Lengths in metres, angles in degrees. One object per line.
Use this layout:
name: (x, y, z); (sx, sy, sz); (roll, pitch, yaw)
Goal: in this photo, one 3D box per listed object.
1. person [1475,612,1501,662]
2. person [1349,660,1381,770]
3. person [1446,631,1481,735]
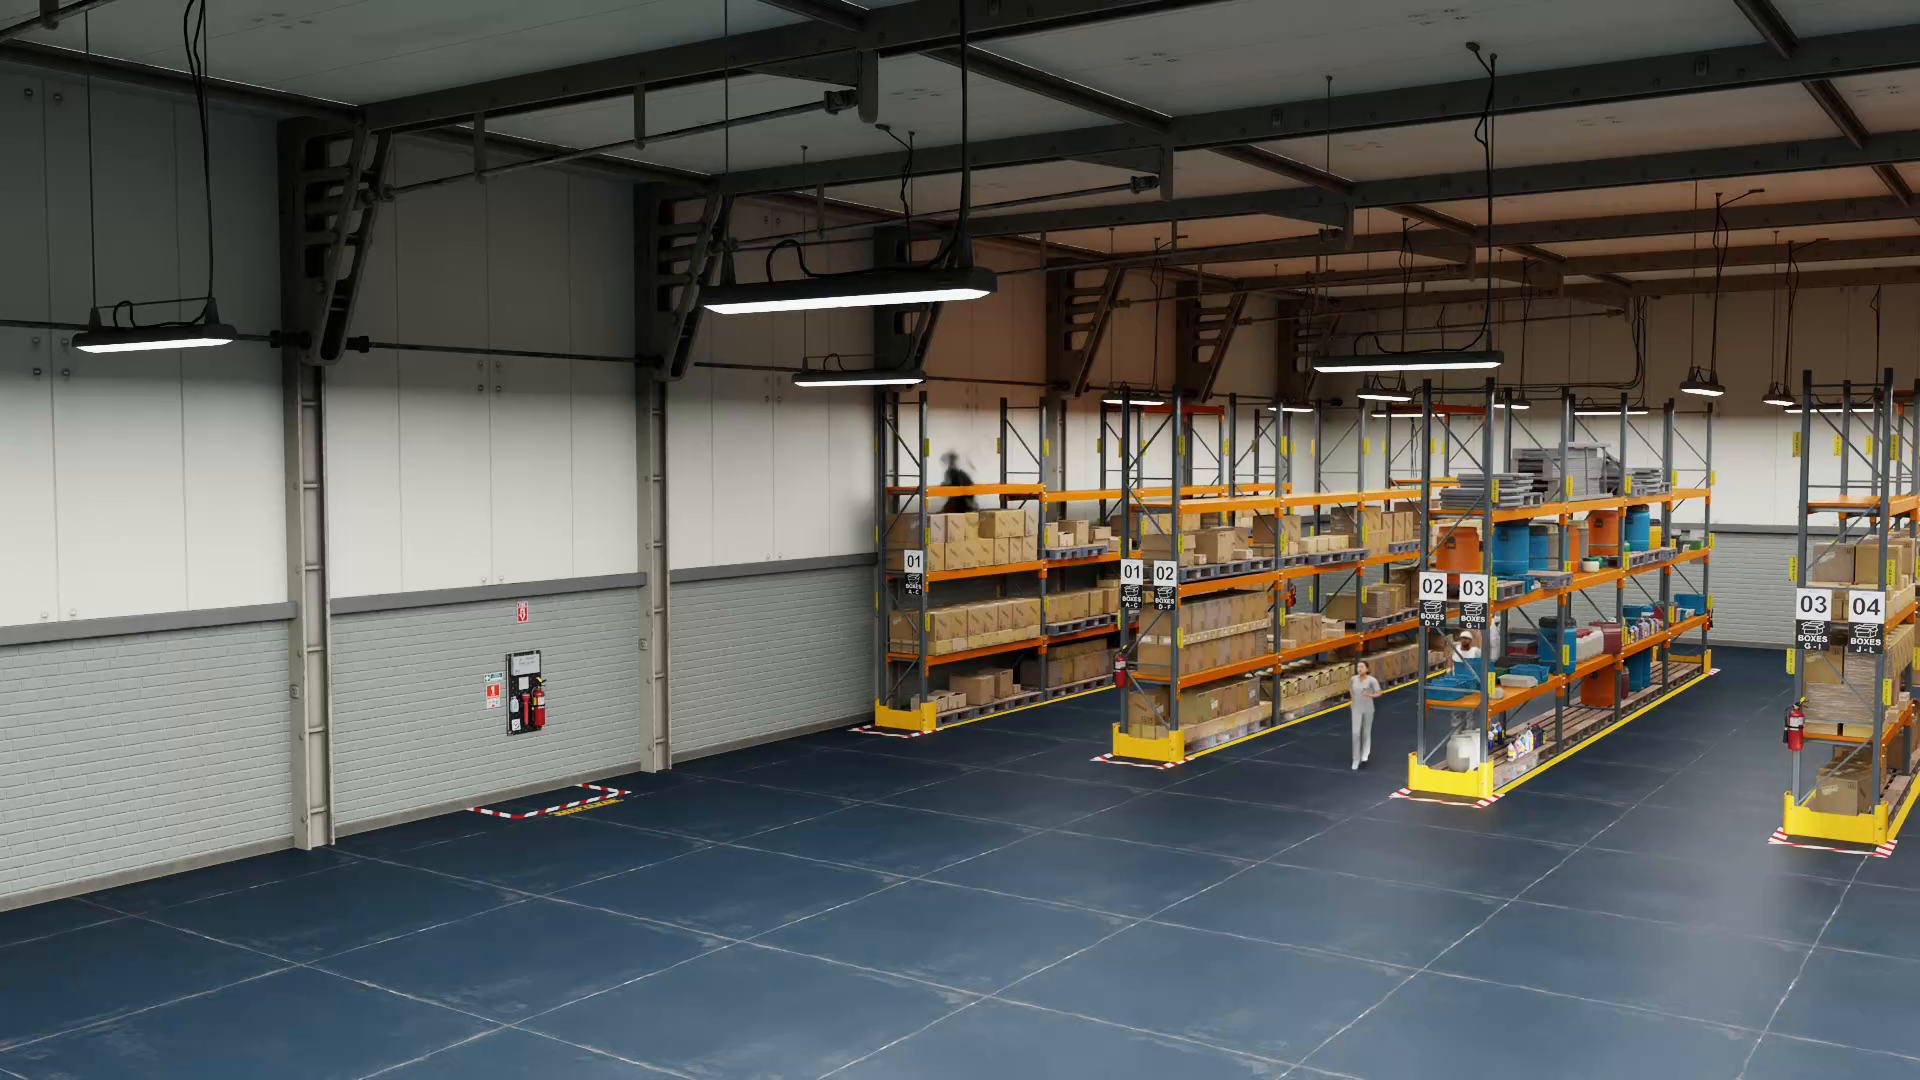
person: (11.155, 2.191, 34.969); (0.644, 1.737, 0.595); (1, 3, 23)
person: (6.342, 2.732, 26.076); (0.539, 1.731, 0.762); (1, 3, 23)
person: (8.799, 2.500, 29.031); (0.657, 1.841, 0.770); (2, 4, 27)
